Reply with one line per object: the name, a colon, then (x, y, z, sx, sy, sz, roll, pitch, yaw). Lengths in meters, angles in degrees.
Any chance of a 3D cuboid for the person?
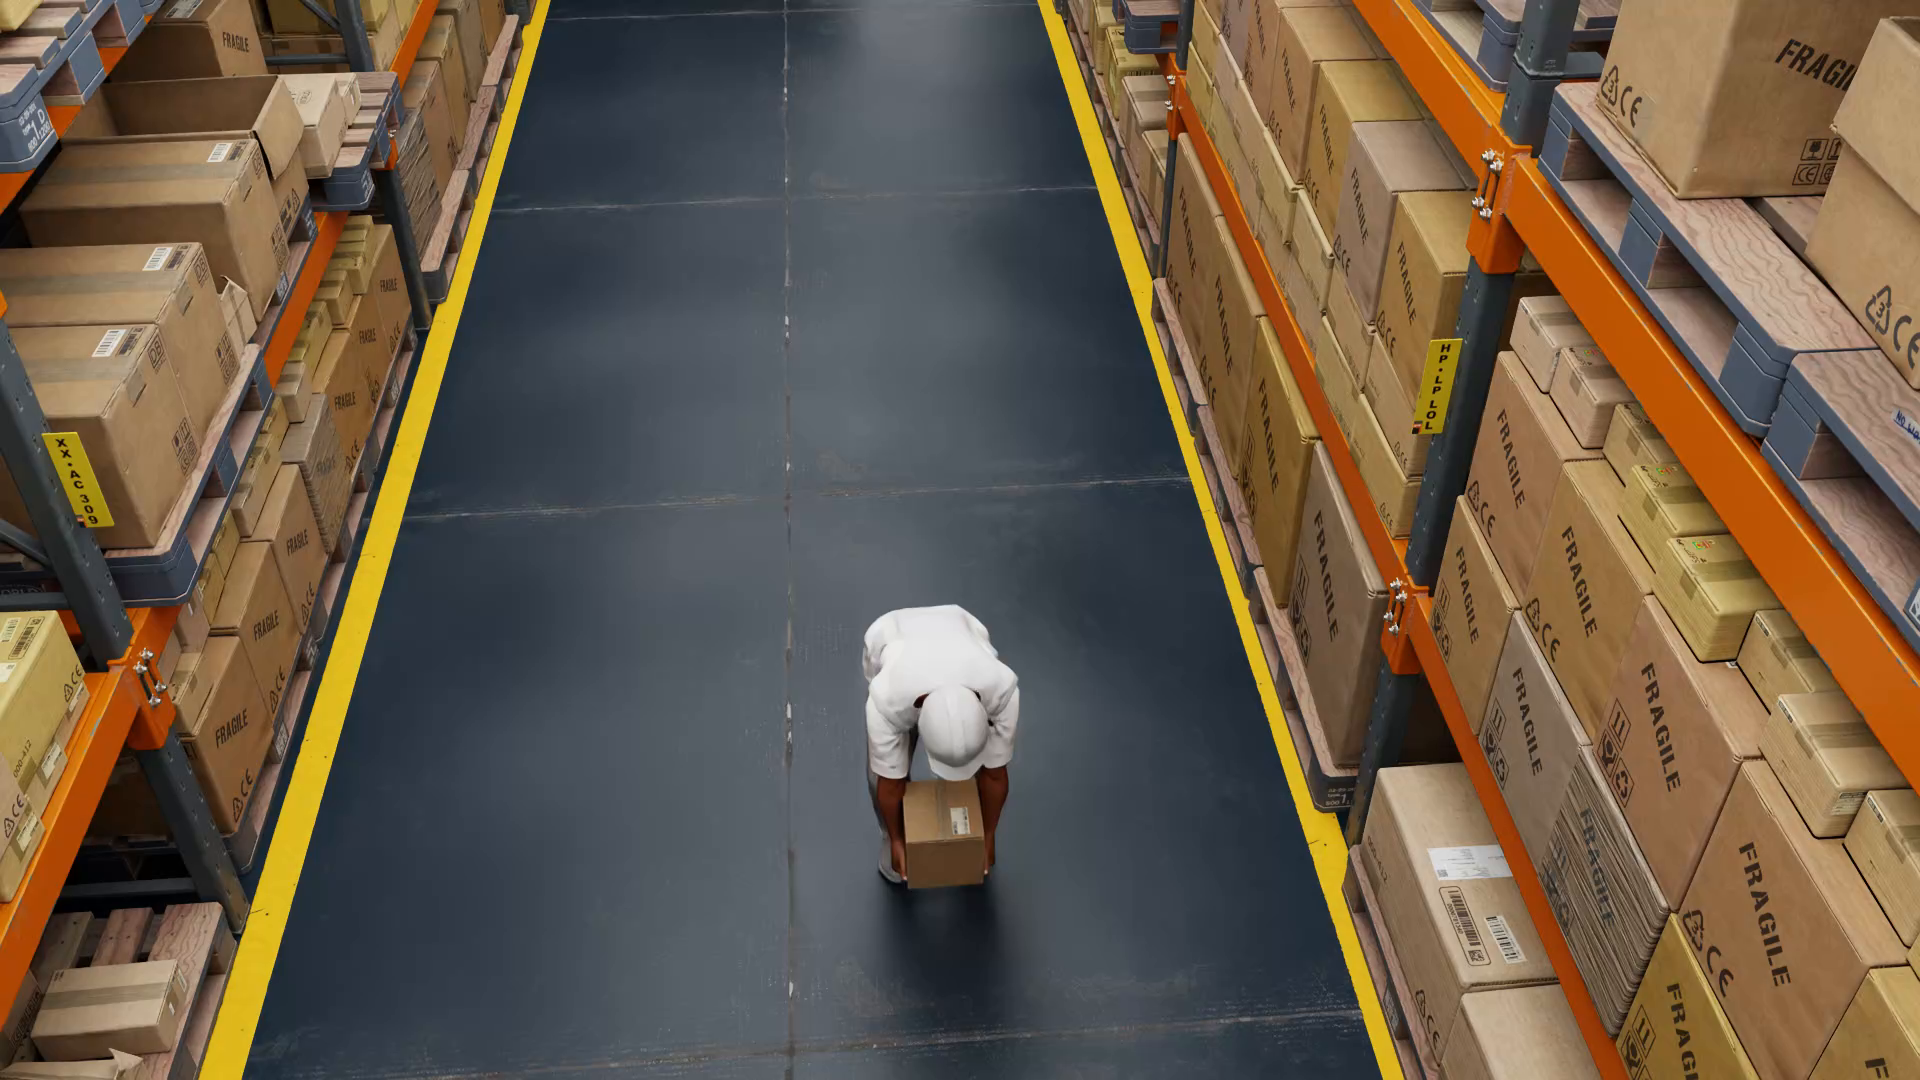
person: (-0.063, 0.753, 5.561, 0.492, 1.311, 0.923, -4, 39, -6)
